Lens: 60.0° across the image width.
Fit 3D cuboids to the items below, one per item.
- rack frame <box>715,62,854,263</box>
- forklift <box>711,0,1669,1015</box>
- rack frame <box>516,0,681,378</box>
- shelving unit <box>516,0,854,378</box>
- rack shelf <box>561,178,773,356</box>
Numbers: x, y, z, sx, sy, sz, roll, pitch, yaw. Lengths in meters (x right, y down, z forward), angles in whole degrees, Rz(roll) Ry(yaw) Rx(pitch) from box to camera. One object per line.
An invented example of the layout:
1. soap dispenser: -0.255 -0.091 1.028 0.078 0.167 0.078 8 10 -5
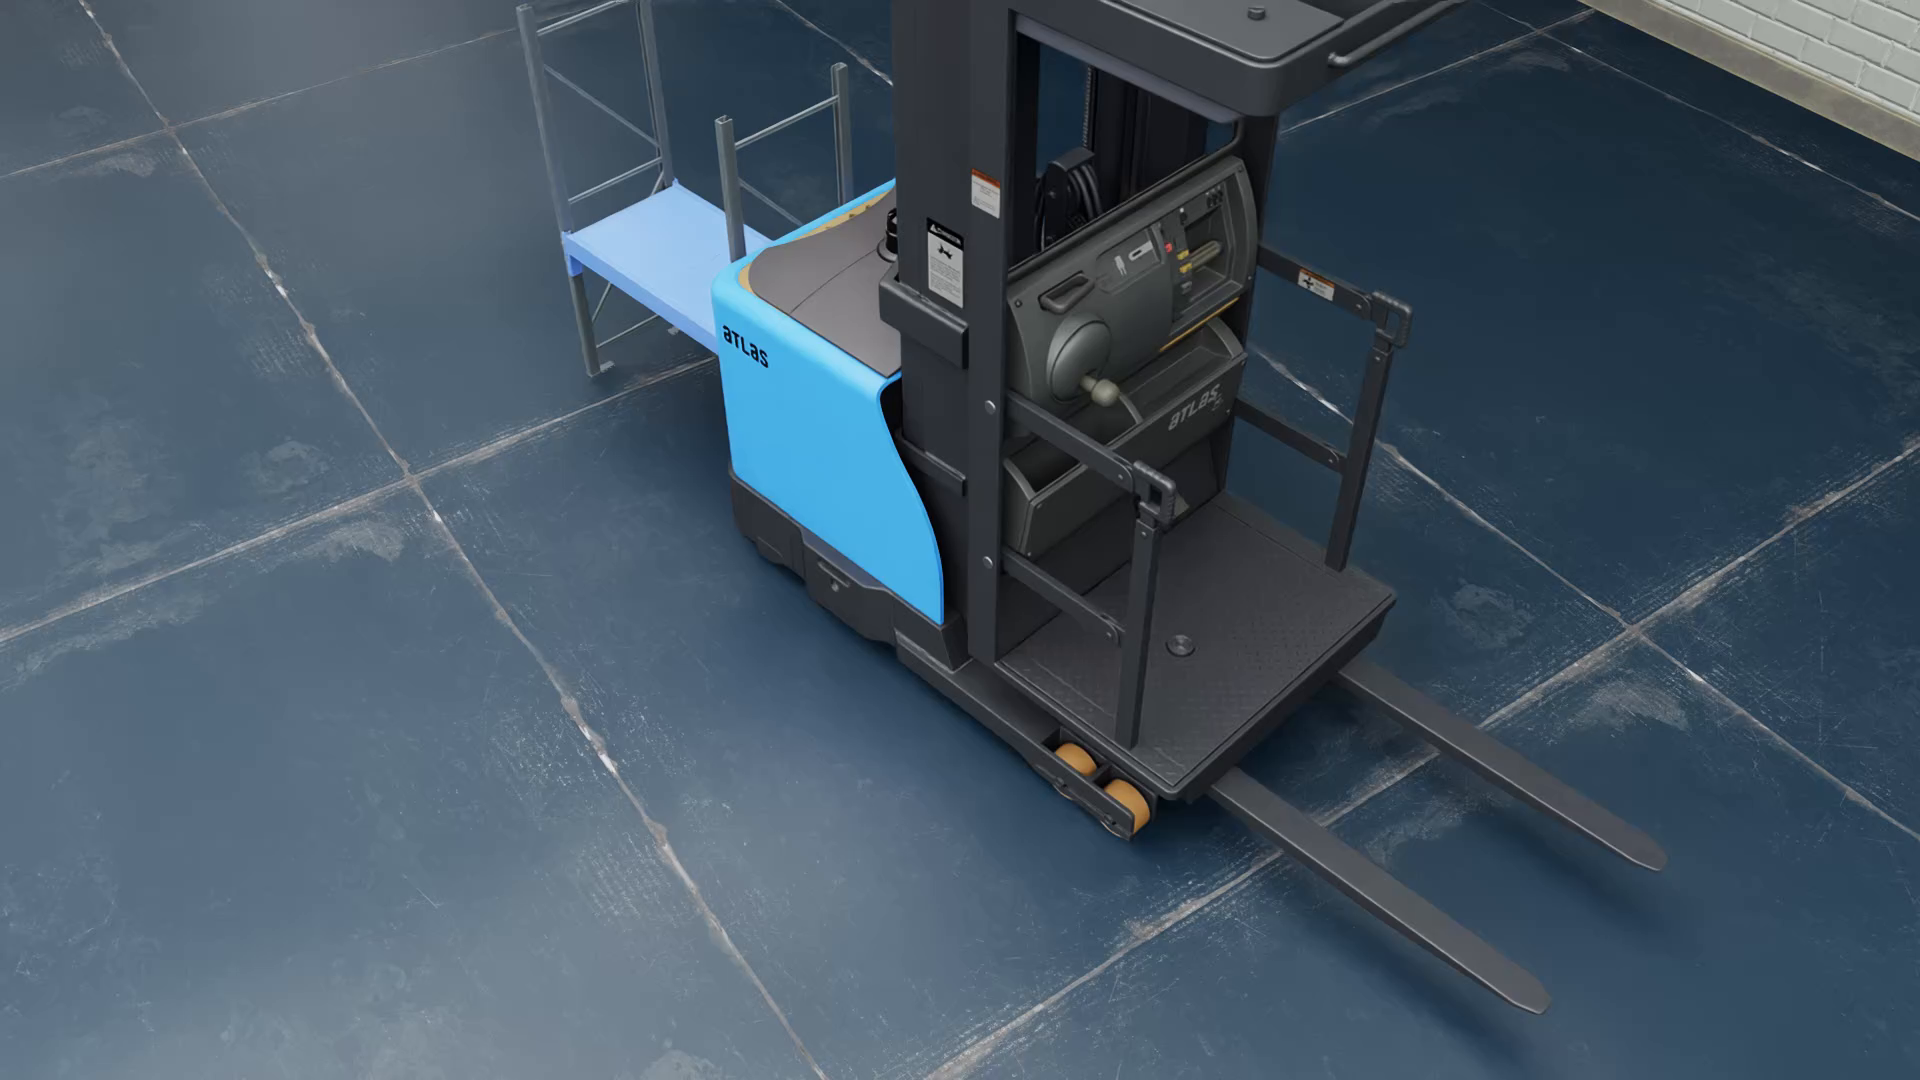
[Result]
1. rack frame: -0.531 -0.800 5.502 0.032 1.500 0.500 35 53 31
2. forklift: 0.622 -0.606 4.262 3.031 2.935 1.130 35 53 31
3. rack frame: -1.252 -1.295 6.021 0.032 1.500 0.500 35 53 31
4. shelving unit: -0.892 -1.048 5.761 1.048 1.500 0.538 35 53 31
5. rack shelf: -0.892 -0.918 5.886 1.000 0.185 0.538 35 53 31
